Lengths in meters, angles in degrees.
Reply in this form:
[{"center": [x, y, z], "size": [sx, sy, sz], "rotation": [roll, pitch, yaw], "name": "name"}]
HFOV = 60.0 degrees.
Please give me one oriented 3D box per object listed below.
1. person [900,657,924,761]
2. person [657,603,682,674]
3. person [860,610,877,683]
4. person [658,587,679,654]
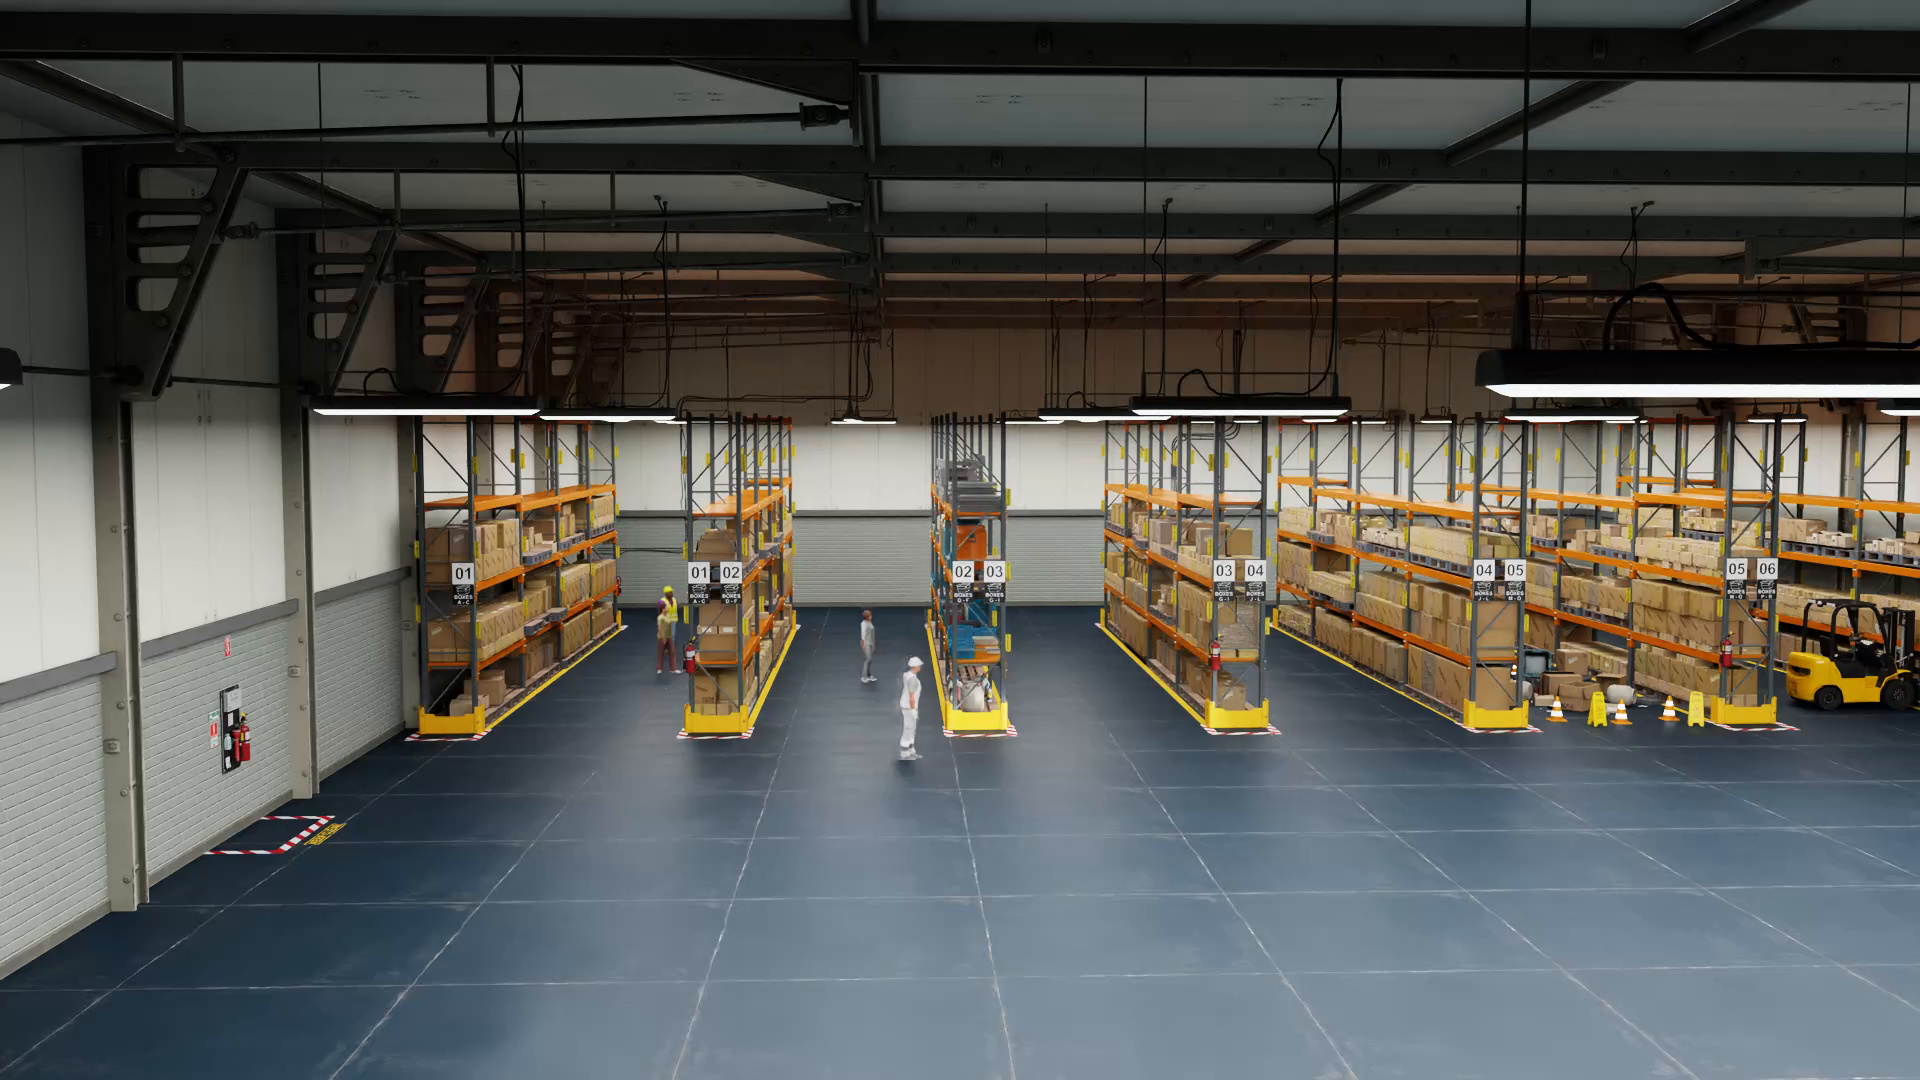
[{"center": [-0.824, 2.896, 28.526], "size": [0.421, 1.794, 0.582], "rotation": [0, 4, -7], "name": "person"}, {"center": [-6.818, 2.296, 38.490], "size": [0.608, 1.626, 0.499], "rotation": [3, 5, 36], "name": "person"}, {"center": [-2.070, 2.403, 37.457], "size": [0.346, 1.649, 0.485], "rotation": [1, 4, 17], "name": "person"}, {"center": [-7.281, 2.036, 41.489], "size": [0.498, 1.732, 0.958], "rotation": [-1, 4, -8], "name": "person"}]
